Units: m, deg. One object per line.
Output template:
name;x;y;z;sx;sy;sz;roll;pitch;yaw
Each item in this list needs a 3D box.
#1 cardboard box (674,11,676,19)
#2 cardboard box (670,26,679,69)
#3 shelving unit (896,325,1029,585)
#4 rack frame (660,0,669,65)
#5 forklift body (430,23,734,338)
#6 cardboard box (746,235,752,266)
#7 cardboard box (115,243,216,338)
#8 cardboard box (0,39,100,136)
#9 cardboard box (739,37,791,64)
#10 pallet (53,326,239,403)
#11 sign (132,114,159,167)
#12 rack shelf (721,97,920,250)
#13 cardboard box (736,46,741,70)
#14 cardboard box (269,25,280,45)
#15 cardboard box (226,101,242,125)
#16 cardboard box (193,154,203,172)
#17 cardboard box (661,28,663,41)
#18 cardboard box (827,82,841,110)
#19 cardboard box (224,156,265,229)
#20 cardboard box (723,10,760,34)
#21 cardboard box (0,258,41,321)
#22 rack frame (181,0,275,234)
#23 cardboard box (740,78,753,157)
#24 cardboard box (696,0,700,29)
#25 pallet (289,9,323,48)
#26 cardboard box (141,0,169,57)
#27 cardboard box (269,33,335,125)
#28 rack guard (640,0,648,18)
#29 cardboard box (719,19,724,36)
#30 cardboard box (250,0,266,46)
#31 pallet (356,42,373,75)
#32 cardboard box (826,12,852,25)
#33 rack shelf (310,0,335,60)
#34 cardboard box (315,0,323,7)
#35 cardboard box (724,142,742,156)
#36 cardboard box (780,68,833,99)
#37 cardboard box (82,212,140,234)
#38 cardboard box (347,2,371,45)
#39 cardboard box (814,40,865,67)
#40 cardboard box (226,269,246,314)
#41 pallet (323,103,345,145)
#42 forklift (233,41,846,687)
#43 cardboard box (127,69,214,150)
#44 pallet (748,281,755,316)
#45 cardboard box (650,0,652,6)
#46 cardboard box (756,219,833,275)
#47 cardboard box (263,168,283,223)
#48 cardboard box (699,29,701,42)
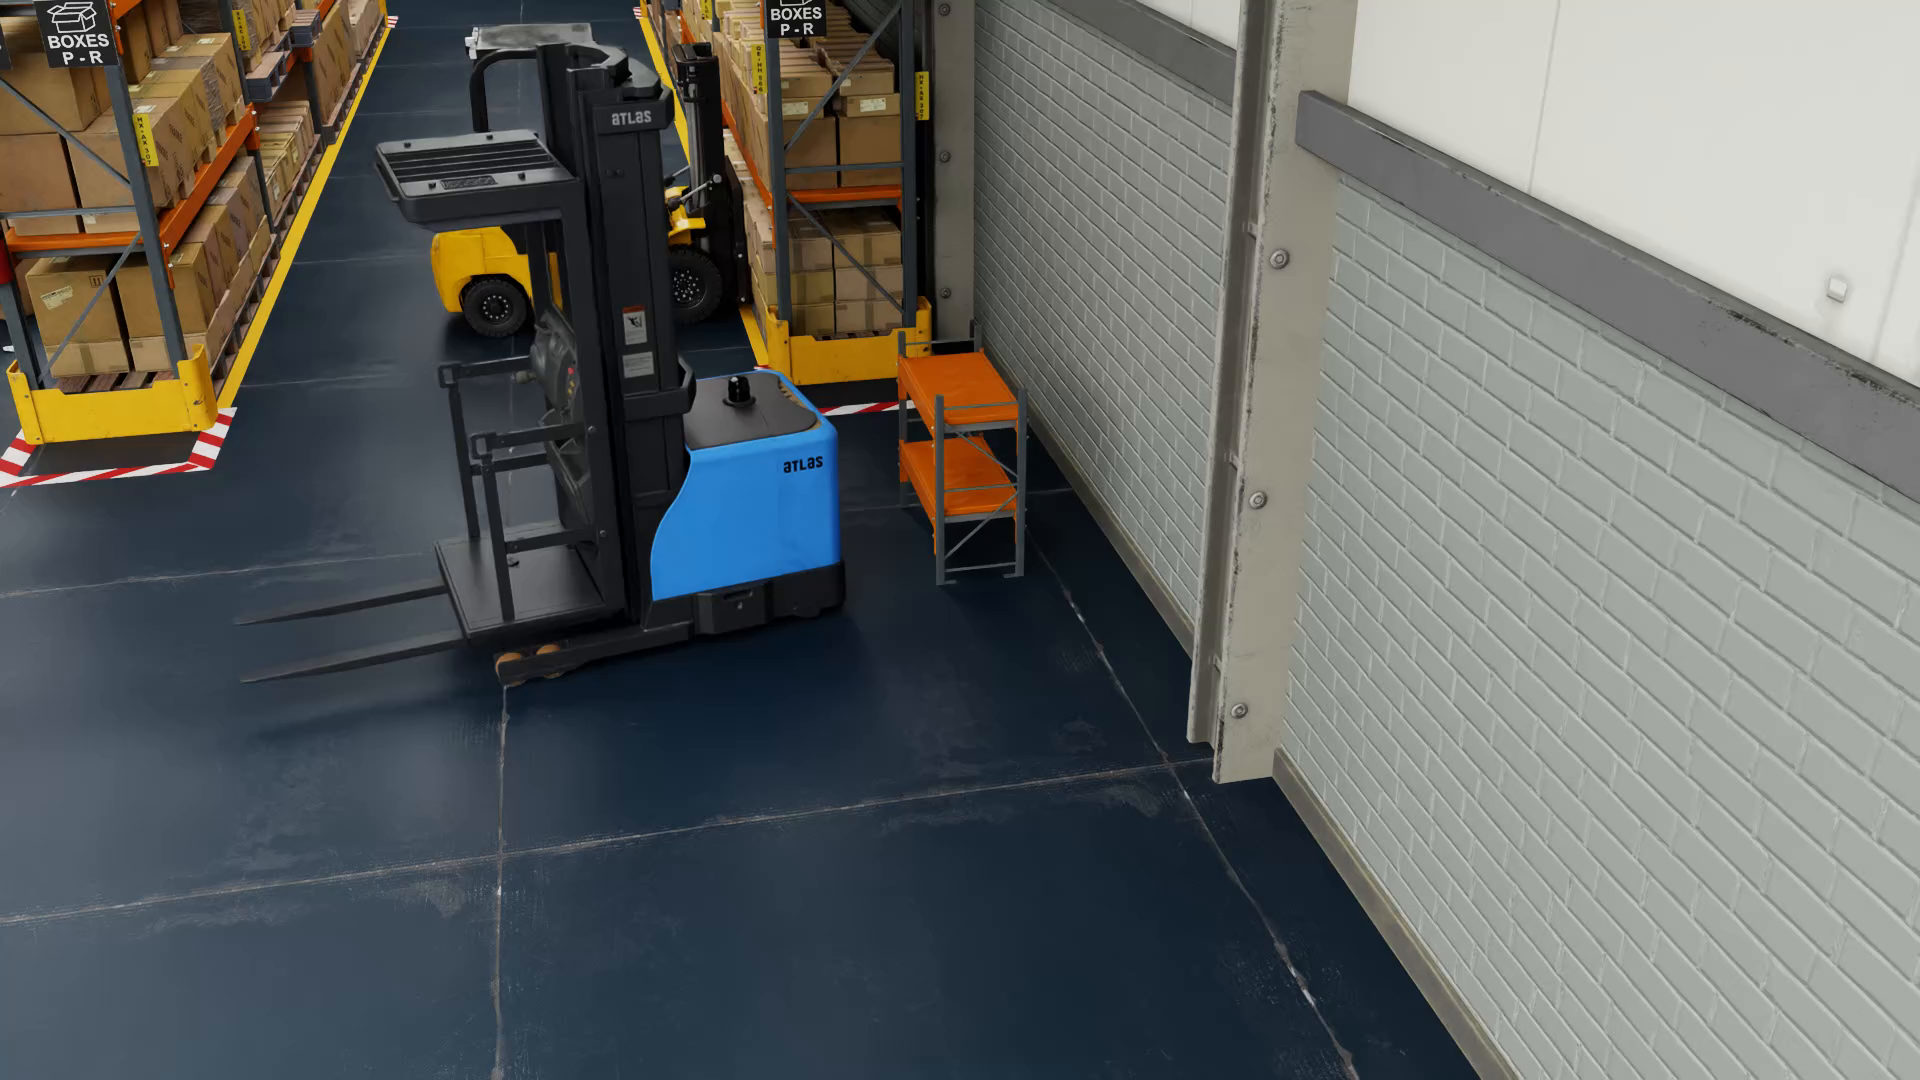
cardboard box;-3.481;-6.790;21.462;0.380;0.149;0.250;-7;28;-14
cardboard box;-3.381;-6.223;21.058;0.500;0.500;0.500;-7;28;-13
shelving unit;-0.002;-0.505;9.502;0.538;1.125;1.048;-6;27;-12
rack frame;-3.509;-7.839;21.951;1.000;3.000;0.127;-6;27;-12
forklift body;-3.009;-2.839;12.988;2.313;2.155;1.214;-6;27;-12
cardboard box;-1.458;-2.382;13.170;0.500;0.250;0.500;-7;28;-13
cardboard box;-5.558;-1.752;11.646;0.500;0.500;0.500;-7;28;-13
cardboard box;-5.968;-2.891;10.598;0.700;0.500;0.500;-7;28;-13
cardboard box;-1.476;-3.724;12.637;0.380;0.149;0.250;-5;27;-11
pallet;-5.806;-1.214;11.920;1.003;0.211;1.213;-6;27;-12
sign;-5.111;-2.507;10.427;0.100;0.325;0.005;-6;27;-12
rack shelf;-1.255;-3.128;13.416;1.077;0.370;4.000;-6;27;-12
cardboard box;-1.562;-3.813;13.145;0.380;0.149;0.250;-7;28;-13
cardboard box;-6.625;-4.746;15.637;0.380;0.149;0.250;-5;27;-10
cardboard box;-6.109;-3.490;13.614;0.380;0.149;0.250;-5;27;-10
cardboard box;-5.818;-2.812;12.271;0.380;0.149;0.250;-7;28;-13
cardboard box;-3.921;-6.968;22.925;0.380;0.149;0.250;-7;28;-13
cardboard box;-0.746;-3.182;11.895;0.380;0.149;0.250;-6;27;-12
cardboard box;-6.147;-2.883;13.887;0.500;0.500;0.500;-6;27;-12
cardboard box;-1.752;-4.283;13.747;0.380;0.149;0.250;-5;27;-10
cardboard box;-7.626;-2.098;13.348;0.500;0.500;0.500;13;30;24
rack frame;-6.541;-3.821;13.991;1.000;3.000;0.127;-6;27;-12
cardboard box;-1.395;-3.258;12.766;0.500;0.500;0.500;-6;27;-13
cardboard box;-2.298;-5.123;16.182;0.500;0.250;0.500;-5;27;-11
pallet;-7.178;-5.189;16.915;1.213;0.211;1.003;-6;27;-12
cardboard box;-6.560;-4.003;12.802;0.700;0.500;0.500;-6;27;-11
cardboard box;-7.518;-5.128;18.472;0.875;0.875;0.875;-6;27;-12
rack guard;-4.393;-8.445;25.928;1.175;0.500;0.348;-6;27;-12
cardboard box;-1.891;-4.494;14.494;0.380;0.149;0.250;-6;27;-12
cardboard box;-6.481;-4.641;14.708;0.500;0.500;0.500;-6;27;-11
pallet;-8.439;-6.430;22.255;1.003;0.211;1.213;-6;27;-12
cardboard box;-1.095;-4.236;13.652;0.380;0.149;0.250;-6;27;-12
rack shelf;-7.893;-6.134;19.372;1.077;0.370;4.000;-6;27;-12
cardboard box;-7.553;-6.205;18.881;0.500;0.250;0.500;-5;27;-10
cardboard box;-1.797;-3.263;14.362;0.500;0.250;0.500;-6;27;-12
cardboard box;-1.091;-3.174;11.548;0.380;0.149;0.250;-6;27;-11
cardboard box;-5.515;-2.123;10.906;0.380;0.149;0.250;-6;27;-11
cardboard box;-8.584;-7.056;22.778;0.875;0.438;0.875;-7;28;-13
cardboard box;-0.897;-3.663;12.517;0.380;0.149;0.250;-5;27;-10
cardboard box;-5.795;-1.870;12.712;0.500;0.250;0.500;-4;27;-8
pallet;-7.547;-4.686;18.800;1.003;0.211;1.213;-6;27;-12
forklift;-2.178;-0.848;8.178;3.031;2.935;1.130;-11;29;-21
cardboard box;-5.835;-3.152;12.224;0.500;0.500;0.500;-7;28;-13
pallet;-1.289;-2.192;13.858;1.003;0.211;1.213;-6;27;-12
cardboard box;-4.365;-8.390;25.347;0.797;0.503;0.637;-7;28;-14
cardboard box;-1.212;-2.147;12.152;0.500;0.250;0.500;-5;27;-10
cardboard box;-6.662;-3.065;14.945;0.950;0.372;0.625;-6;27;-11
cardboard box;-2.275;-4.896;16.287;0.500;0.250;0.500;-6;27;-11
